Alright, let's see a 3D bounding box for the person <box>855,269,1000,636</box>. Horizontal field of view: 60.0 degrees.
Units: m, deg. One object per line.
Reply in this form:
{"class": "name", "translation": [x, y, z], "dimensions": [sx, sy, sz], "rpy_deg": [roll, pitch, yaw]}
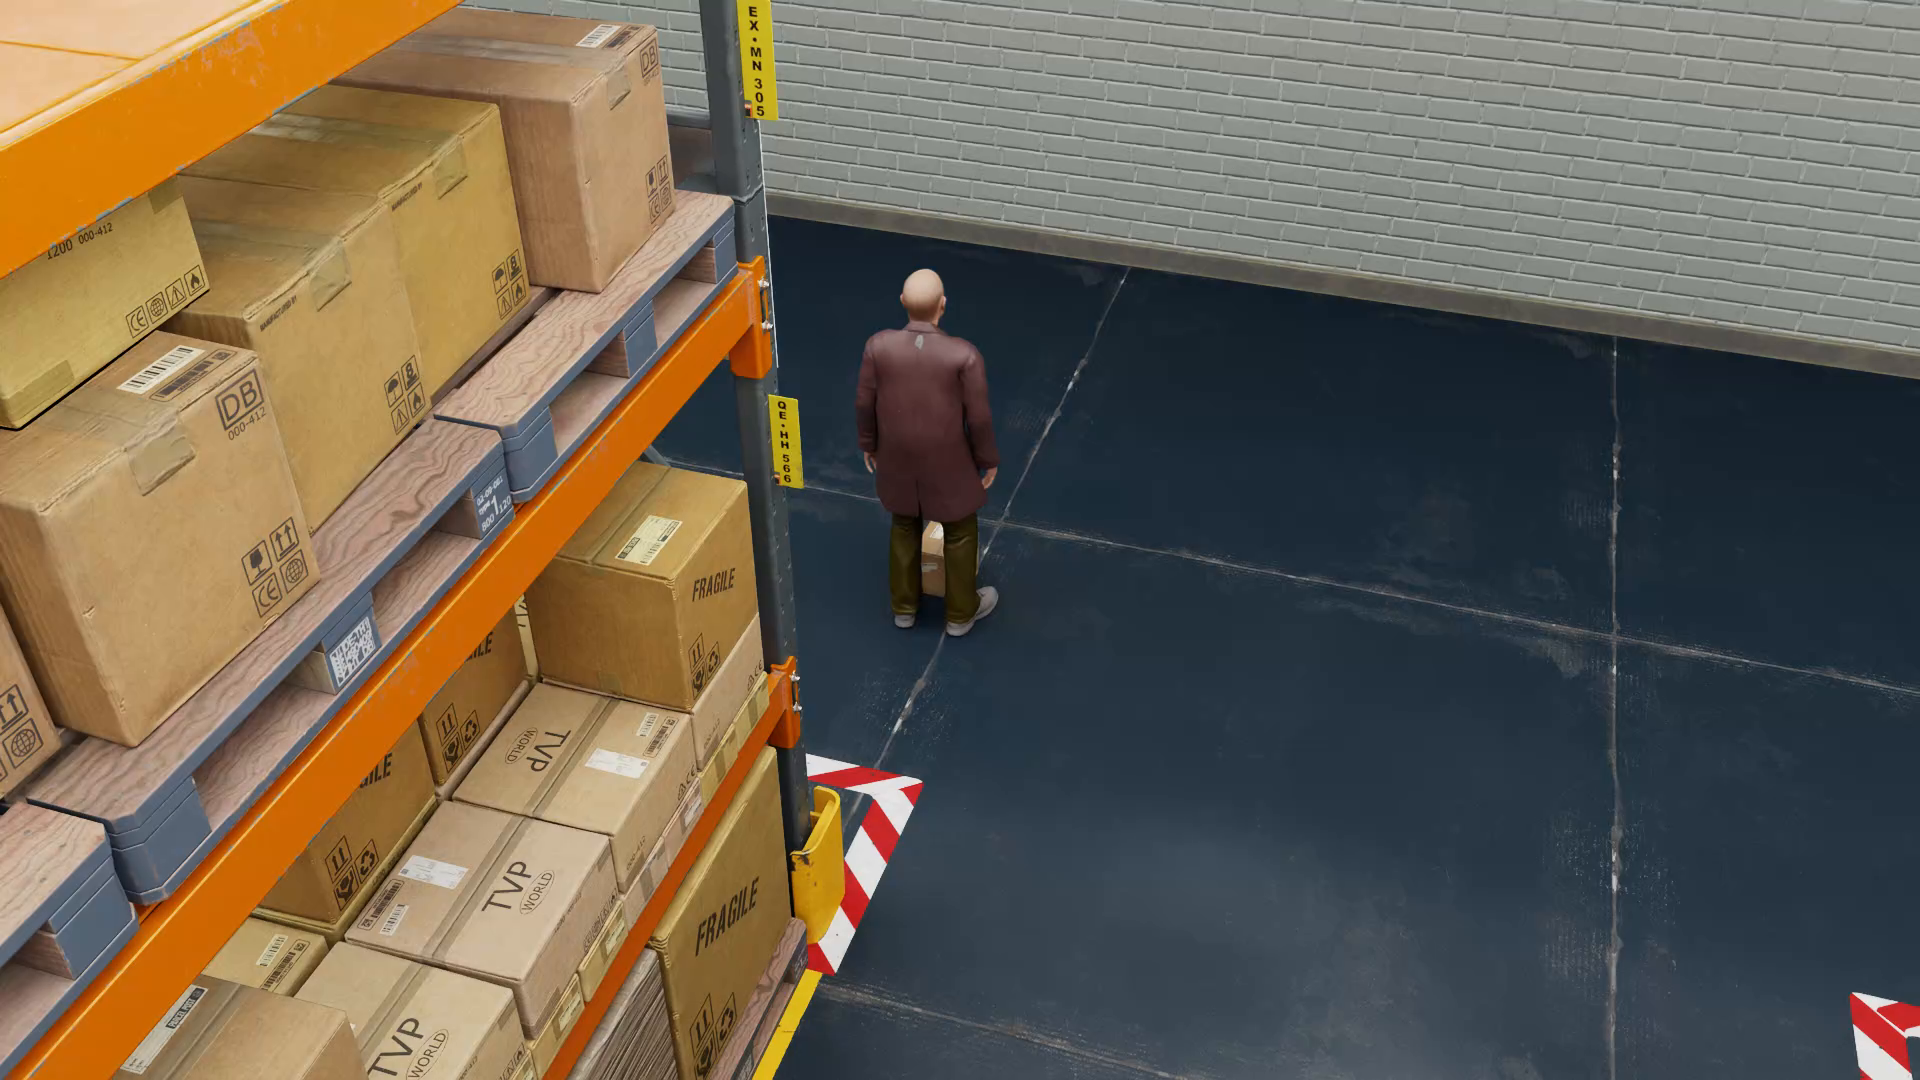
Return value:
{"class": "person", "translation": [-0.145, -0.369, 7.403], "dimensions": [0.655, 1.774, 0.415], "rpy_deg": [10, 38, 13]}
